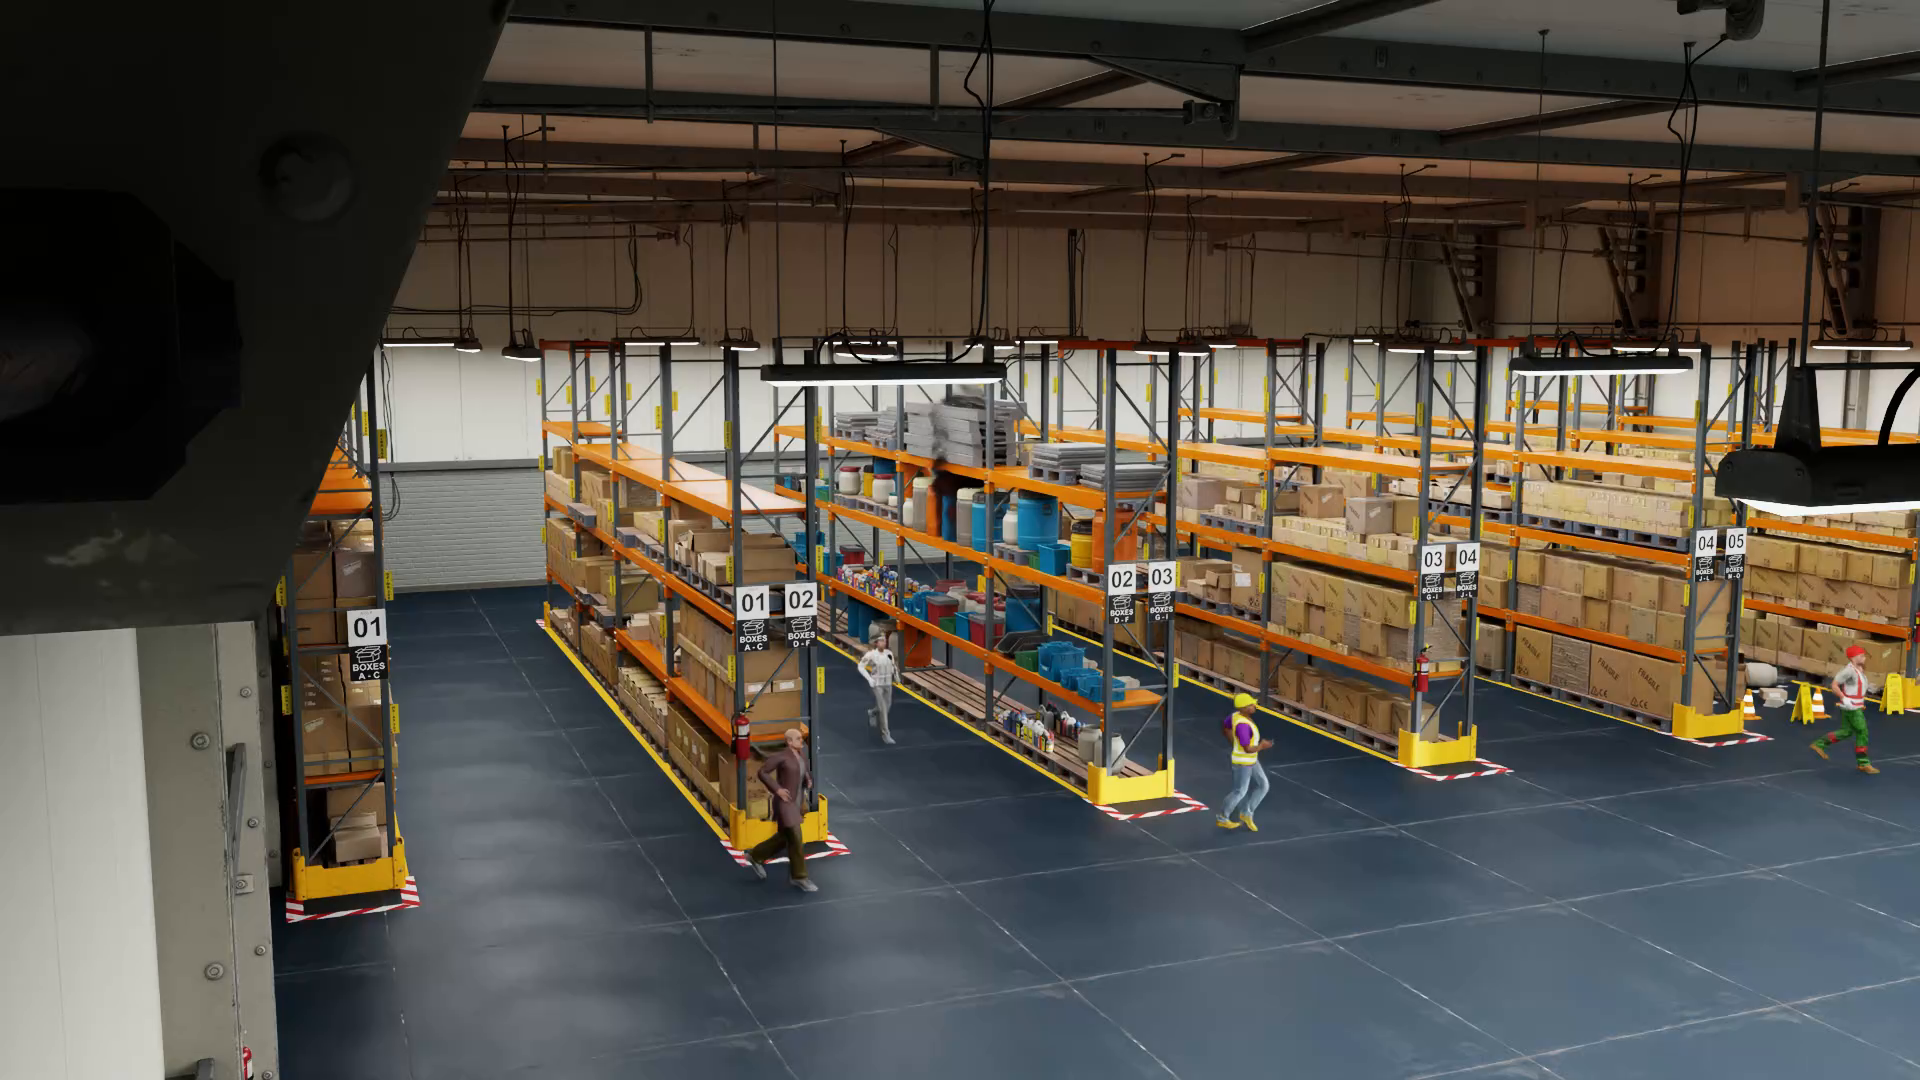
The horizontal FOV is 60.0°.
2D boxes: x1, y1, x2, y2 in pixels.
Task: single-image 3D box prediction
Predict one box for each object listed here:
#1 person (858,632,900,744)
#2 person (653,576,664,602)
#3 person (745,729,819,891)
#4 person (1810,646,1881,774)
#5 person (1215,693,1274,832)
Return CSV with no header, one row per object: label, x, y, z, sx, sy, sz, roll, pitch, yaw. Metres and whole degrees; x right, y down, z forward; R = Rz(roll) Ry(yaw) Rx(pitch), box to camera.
person,-1.235,2.225,25.369,0.618,1.690,0.799,-5,9,-34
person,-6.422,0.860,35.467,0.718,1.760,0.887,-7,10,-42
person,-1.961,3.026,18.915,0.989,1.794,0.732,3,8,24
person,12.640,2.378,23.643,0.922,1.795,0.638,5,9,34
person,3.538,2.780,20.675,0.705,1.787,0.666,2,8,16
